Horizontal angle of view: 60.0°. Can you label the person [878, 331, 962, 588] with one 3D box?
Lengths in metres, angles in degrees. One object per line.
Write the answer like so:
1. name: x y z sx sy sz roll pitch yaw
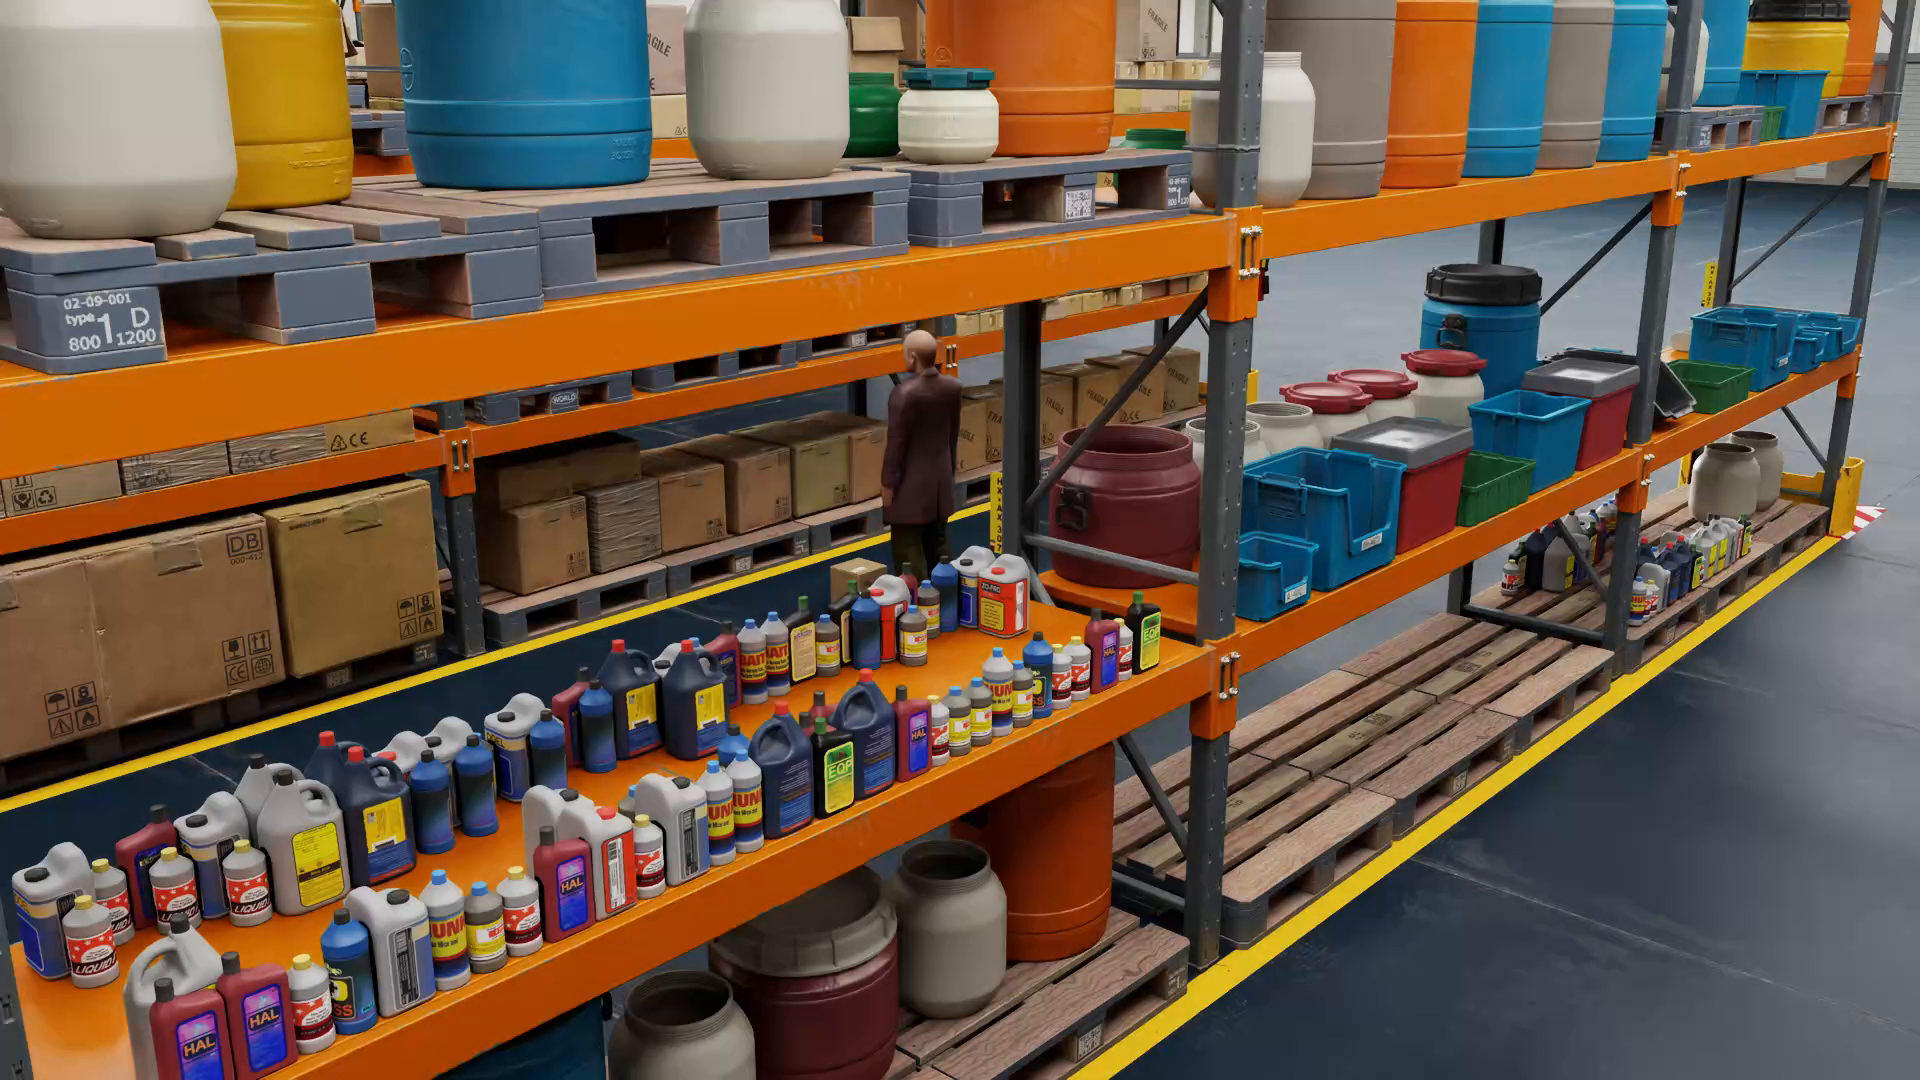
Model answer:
1. person: -0.247 -0.344 9.728 0.379 1.778 0.563 15 22 41
